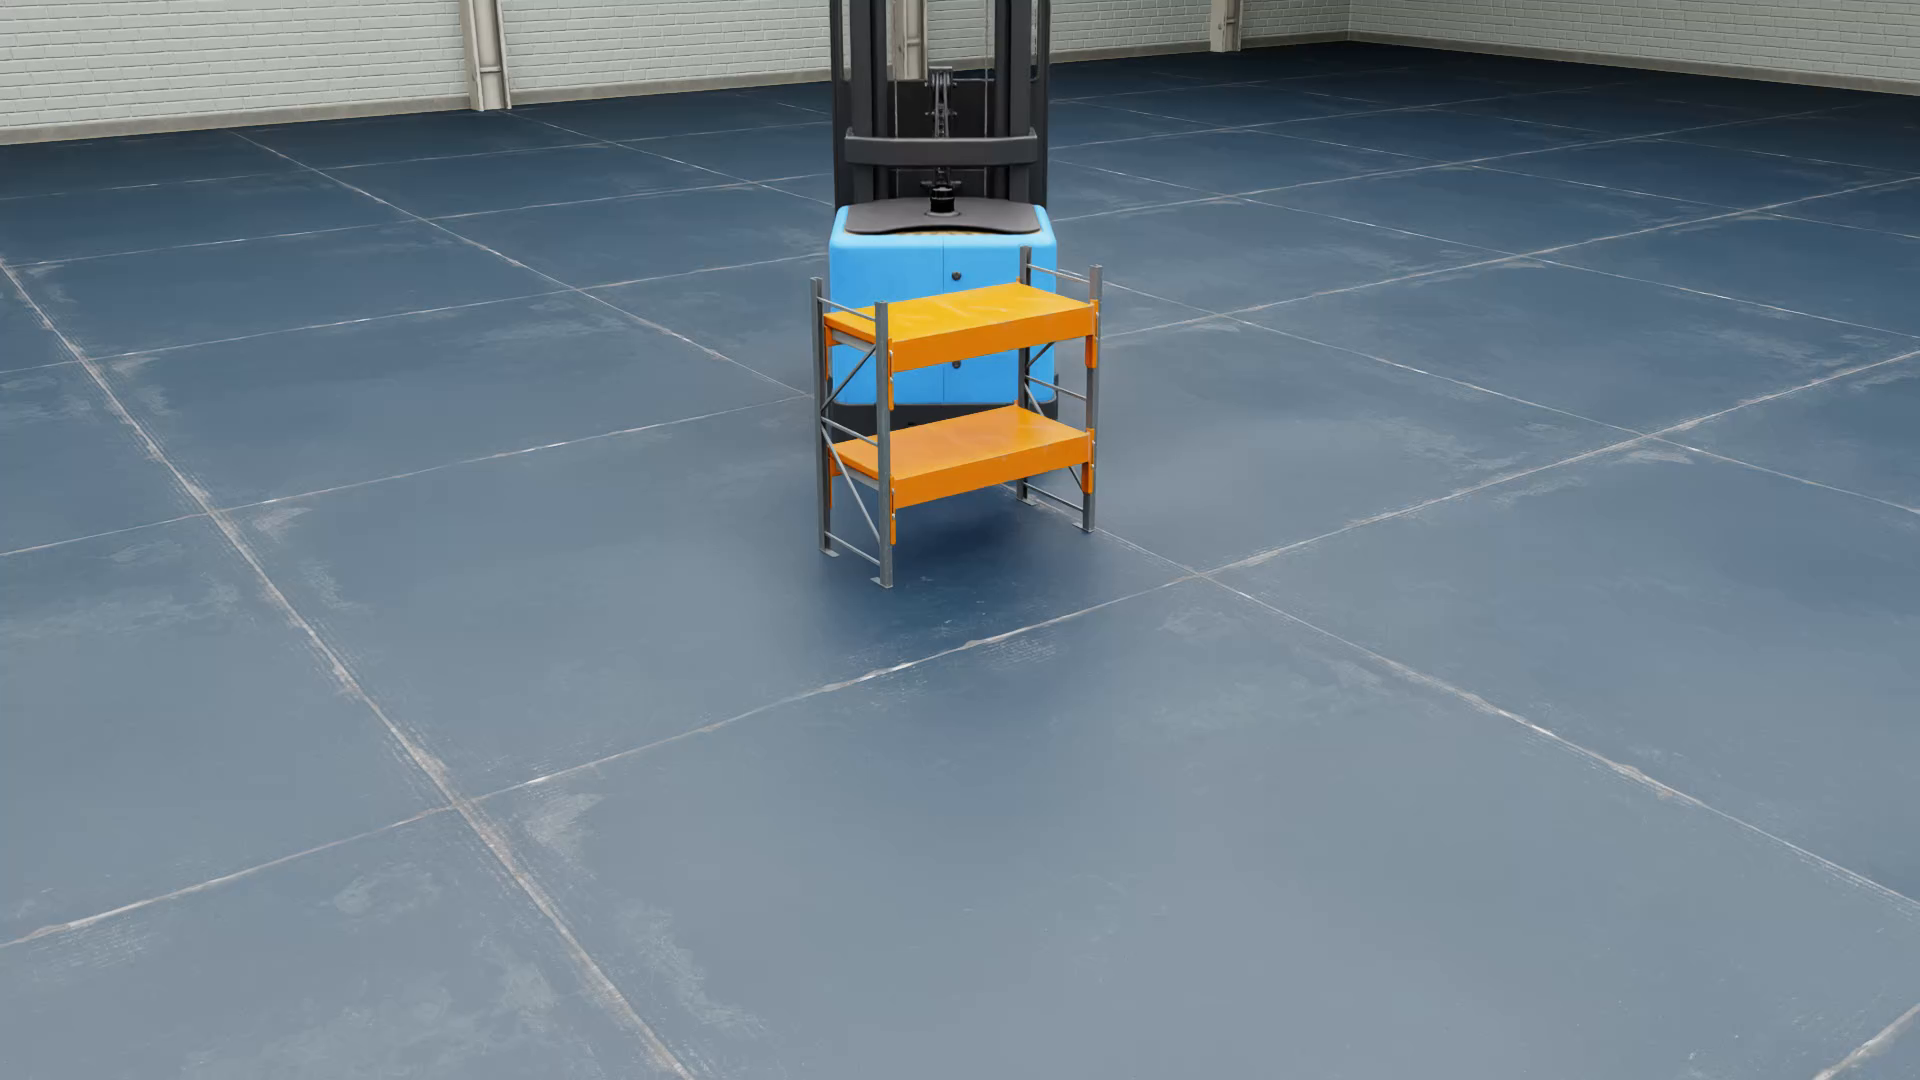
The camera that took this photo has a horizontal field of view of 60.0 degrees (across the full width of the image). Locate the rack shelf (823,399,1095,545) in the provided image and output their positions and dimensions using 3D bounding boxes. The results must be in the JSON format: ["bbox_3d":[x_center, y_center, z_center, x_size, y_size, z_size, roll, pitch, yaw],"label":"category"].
[{"bbox_3d":[-0.005,-0.294,6.775,1.000,0.278,0.538,-15,26,-33],"label":"rack shelf"}]

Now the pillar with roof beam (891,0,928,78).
[{"bbox_3d":[1.820,-9.304,18.070,0.400,9.000,9.100,-15,26,-33],"label":"pillar with roof beam"}]

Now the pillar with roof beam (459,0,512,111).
[{"bbox_3d":[-3.050,-8.005,14.815,0.400,9.000,9.100,-15,26,-33],"label":"pillar with roof beam"}]

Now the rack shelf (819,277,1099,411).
[{"bbox_3d":[-0.005,-0.793,6.576,1.000,0.278,0.538,-15,26,-33],"label":"rack shelf"}]

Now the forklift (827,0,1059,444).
[{"bbox_3d":[-0.104,-2.255,8.593,1.130,2.935,3.031,0,22,-1],"label":"forklift"}]

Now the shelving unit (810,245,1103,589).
[{"bbox_3d":[-0.005,-0.521,6.684,1.048,1.125,0.538,-15,26,-33],"label":"shelving unit"}]

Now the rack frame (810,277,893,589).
[{"bbox_3d":[-0.418,-0.411,6.408,0.032,1.125,0.500,-15,26,-33],"label":"rack frame"}]

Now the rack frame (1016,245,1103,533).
[{"bbox_3d":[0.407,-0.631,6.960,0.032,1.125,0.500,-15,26,-33],"label":"rack frame"}]

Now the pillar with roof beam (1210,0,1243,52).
[{"bbox_3d":[6.691,-10.602,21.324,0.400,9.000,9.100,-15,26,-33],"label":"pillar with roof beam"}]
